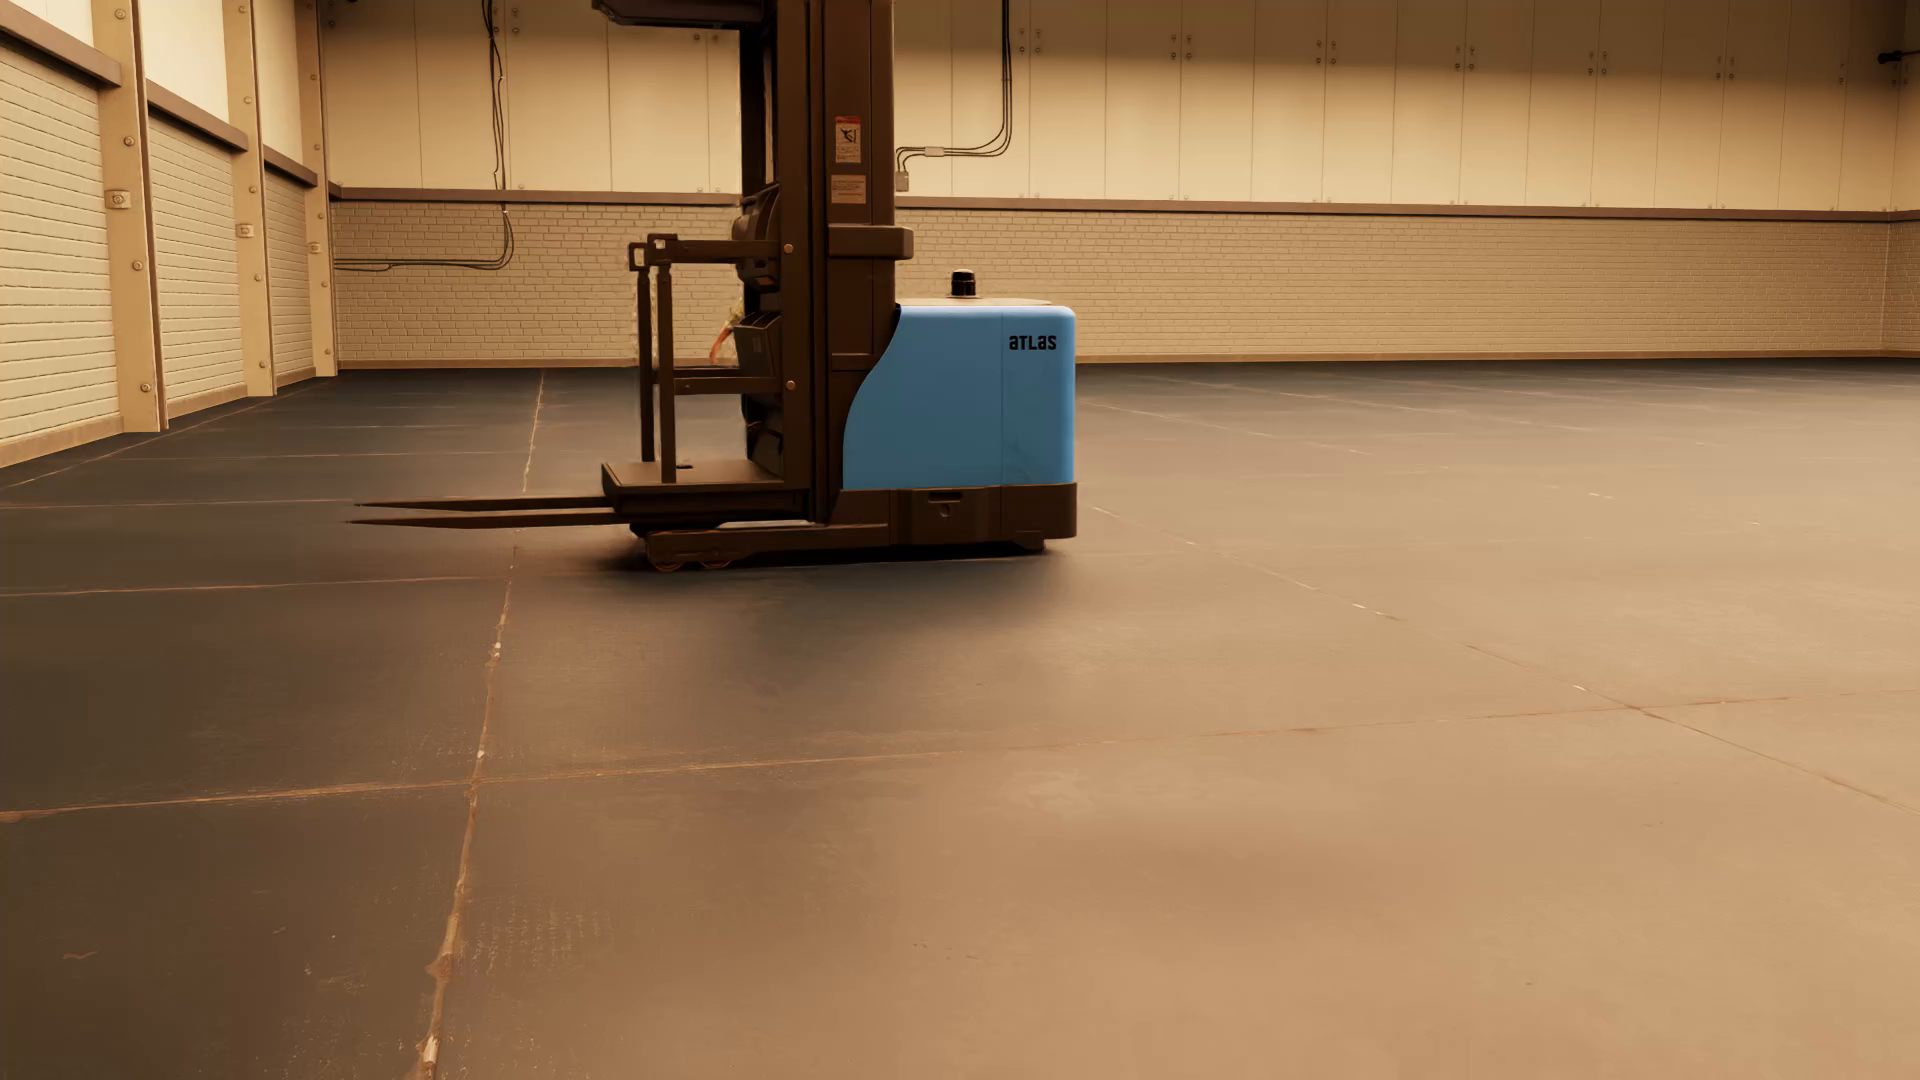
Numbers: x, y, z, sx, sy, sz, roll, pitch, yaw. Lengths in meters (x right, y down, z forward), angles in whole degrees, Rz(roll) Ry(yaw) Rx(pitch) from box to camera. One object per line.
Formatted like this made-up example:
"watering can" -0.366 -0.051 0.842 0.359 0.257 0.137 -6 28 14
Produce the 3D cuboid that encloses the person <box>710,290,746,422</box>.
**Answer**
"person" -1.178 -1.023 9.837 0.669 1.445 0.404 -7 10 -40

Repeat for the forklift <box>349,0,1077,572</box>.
"forklift" -1.061 -1.404 7.164 3.031 2.935 1.130 -2 8 -15
